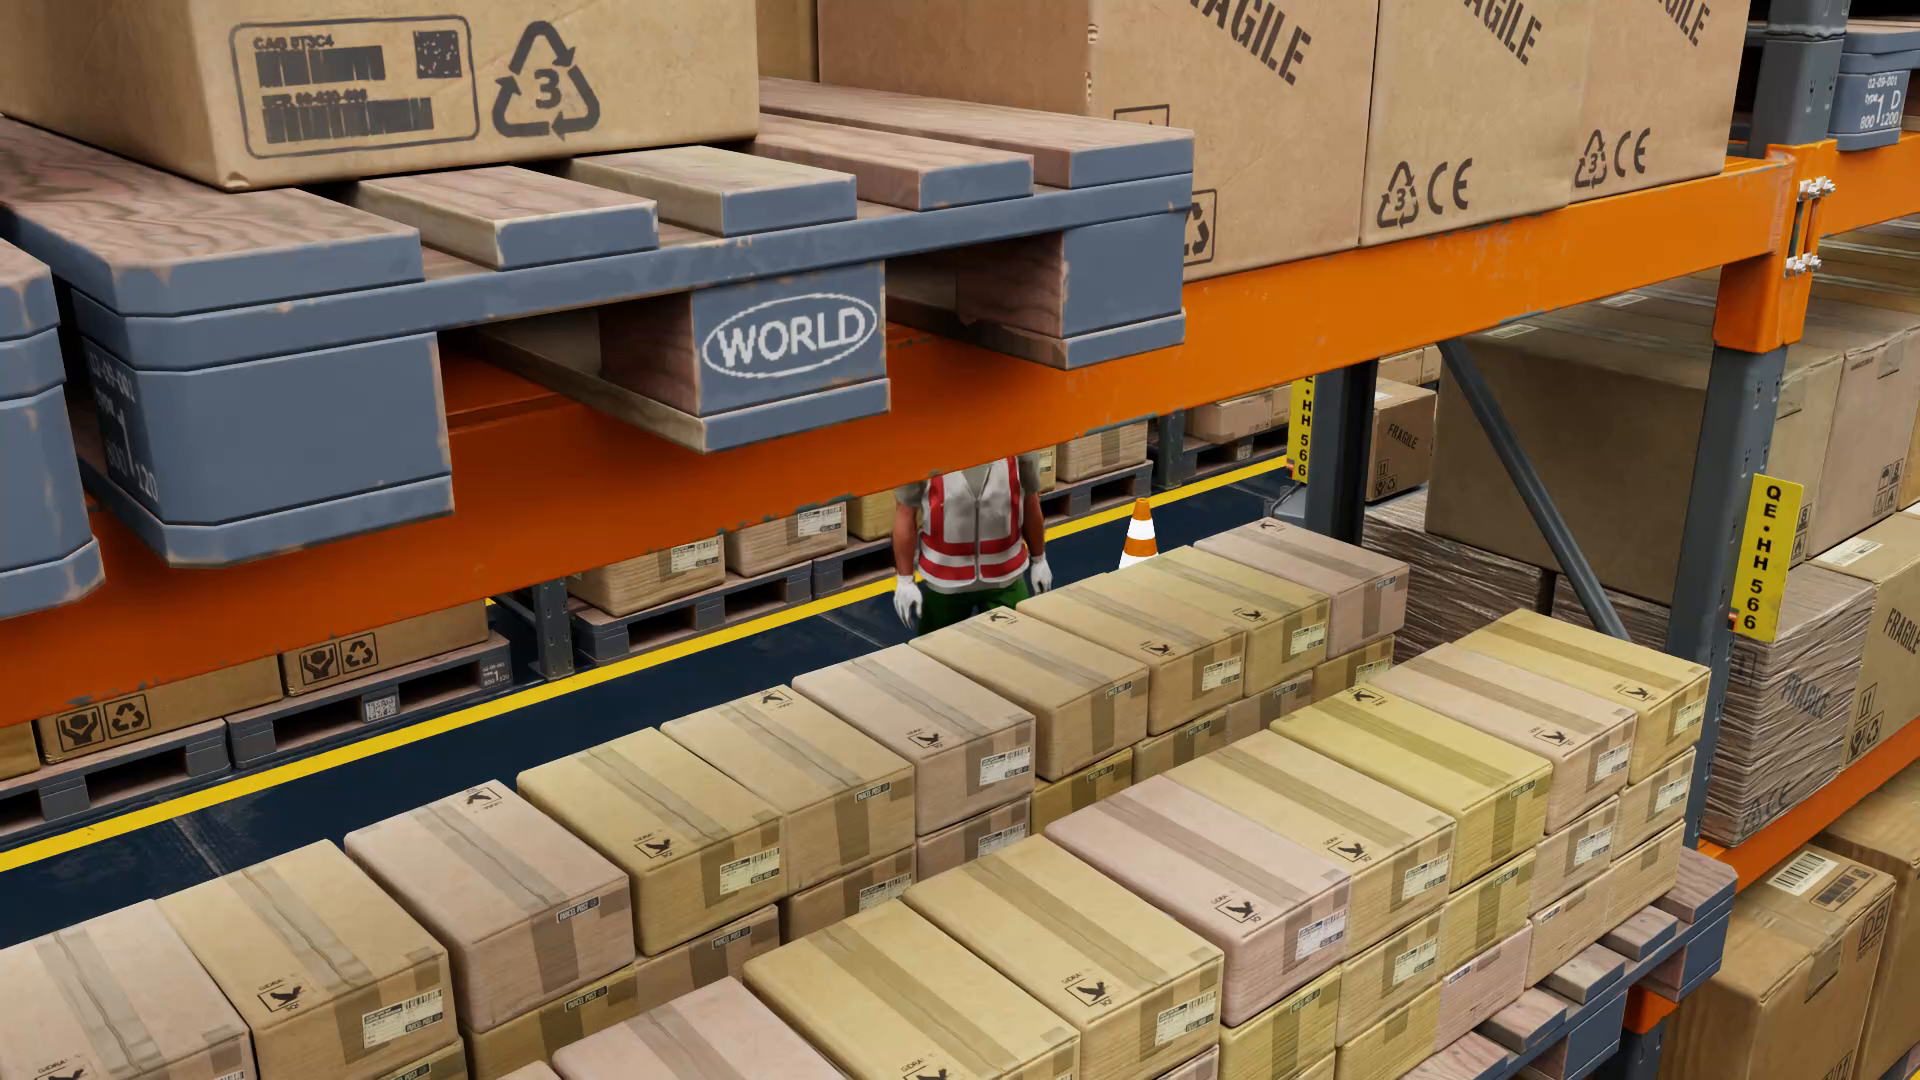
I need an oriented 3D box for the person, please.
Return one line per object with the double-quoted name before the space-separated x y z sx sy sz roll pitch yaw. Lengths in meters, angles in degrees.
"person" 0.066 0.261 6.168 0.616 1.510 0.889 -3 21 -7
